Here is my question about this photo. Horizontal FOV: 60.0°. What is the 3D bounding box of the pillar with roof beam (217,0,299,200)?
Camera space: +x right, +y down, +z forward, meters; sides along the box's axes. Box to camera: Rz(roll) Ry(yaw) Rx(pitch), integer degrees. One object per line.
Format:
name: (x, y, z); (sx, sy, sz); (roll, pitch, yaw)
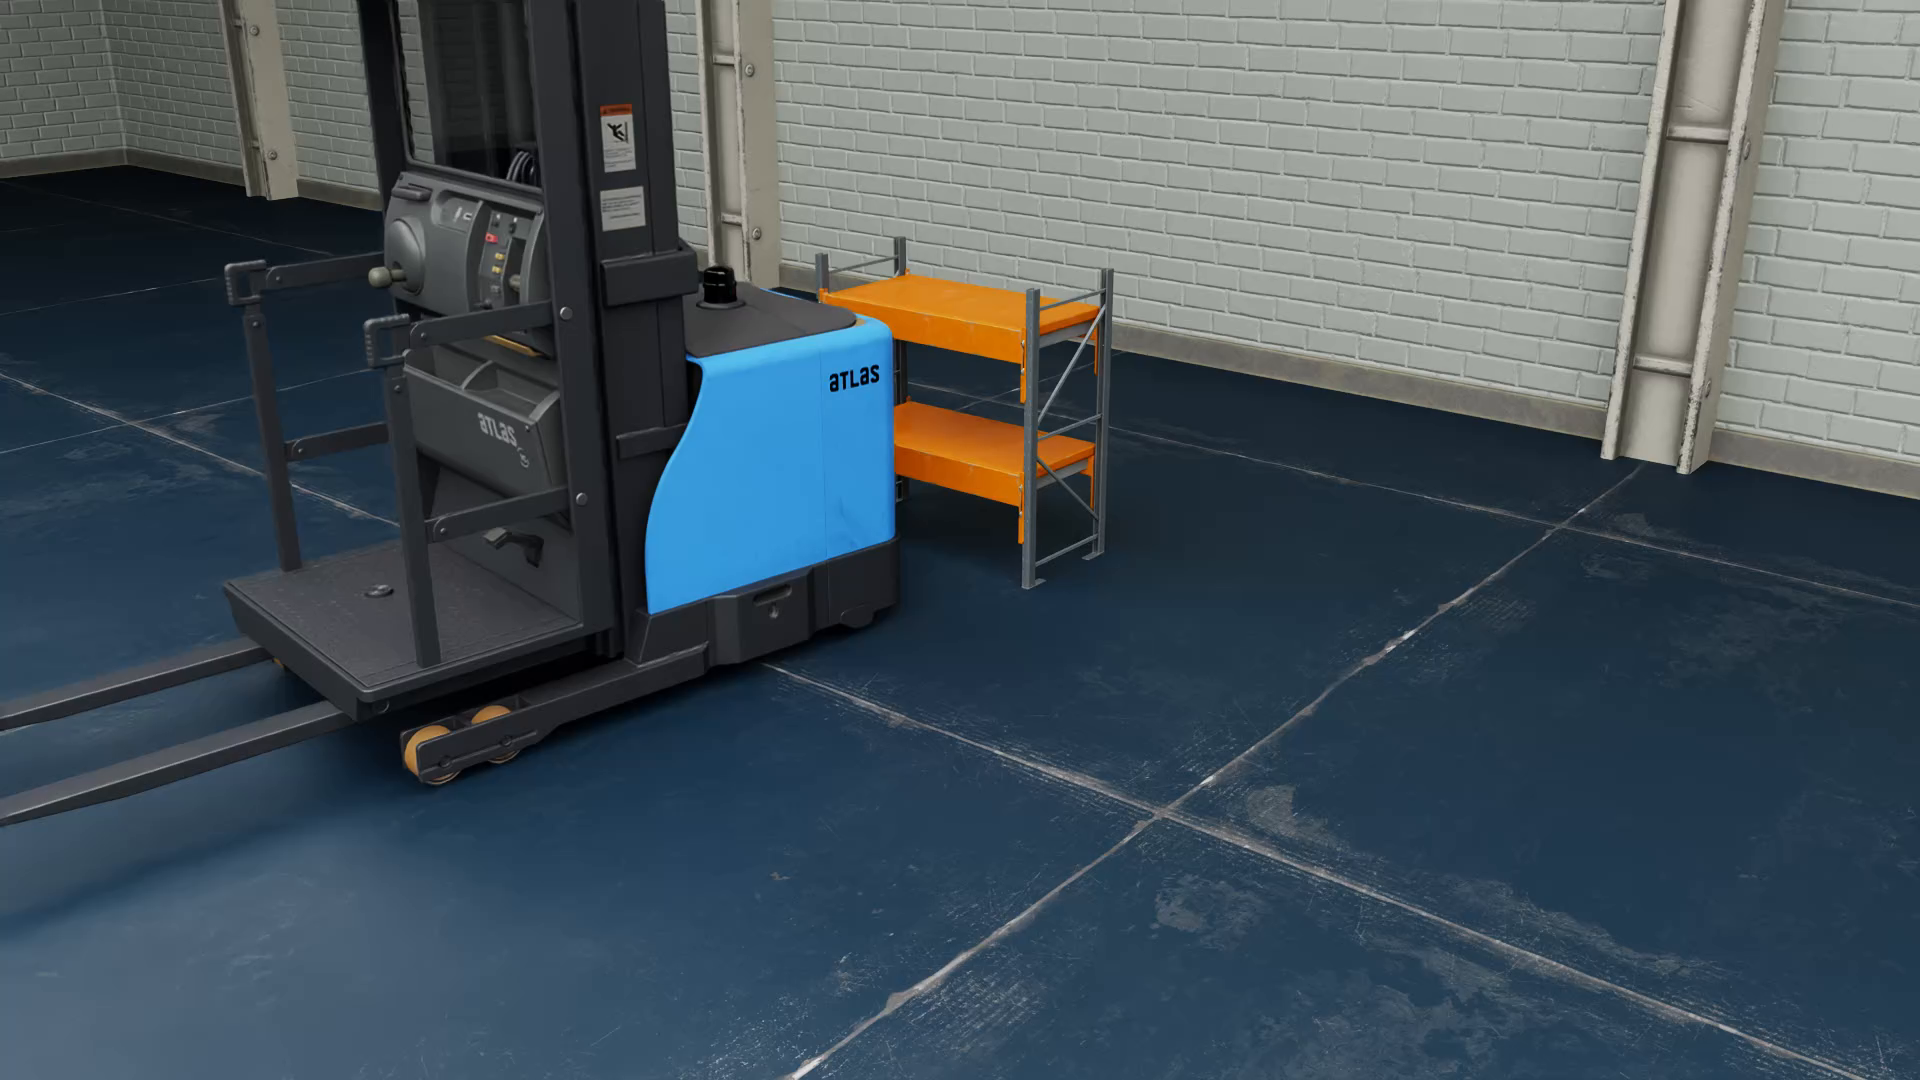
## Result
pillar with roof beam: (-8.813, -6.090, 10.064); (0.400, 9.000, 9.100); (16, 26, 36)

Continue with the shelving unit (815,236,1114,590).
shelving unit: (0.005, -0.525, 6.466); (1.048, 1.125, 0.538); (16, 26, 36)

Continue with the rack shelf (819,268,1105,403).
rack shelf: (0.005, -0.799, 6.362); (1.000, 0.278, 0.538); (16, 26, 36)

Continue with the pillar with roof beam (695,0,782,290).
pillar with roof beam: (-4.164, -4.751, 6.514); (0.400, 9.000, 9.100); (16, 26, 36)

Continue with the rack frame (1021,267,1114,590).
rack frame: (0.399, -0.411, 6.165); (0.032, 1.125, 0.500); (16, 26, 36)

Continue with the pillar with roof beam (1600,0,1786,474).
pillar with roof beam: (0.484, -3.413, 2.964); (0.400, 9.000, 9.100); (16, 26, 36)

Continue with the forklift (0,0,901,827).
forklift: (-1.640, -0.873, 4.830); (3.031, 2.935, 1.130); (-18, 27, -39)

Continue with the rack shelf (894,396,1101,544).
rack shelf: (0.005, -0.296, 6.552); (1.000, 0.278, 0.538); (16, 26, 36)

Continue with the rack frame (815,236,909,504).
rack frame: (-0.389, -0.638, 6.766); (0.032, 1.125, 0.500); (16, 26, 36)
